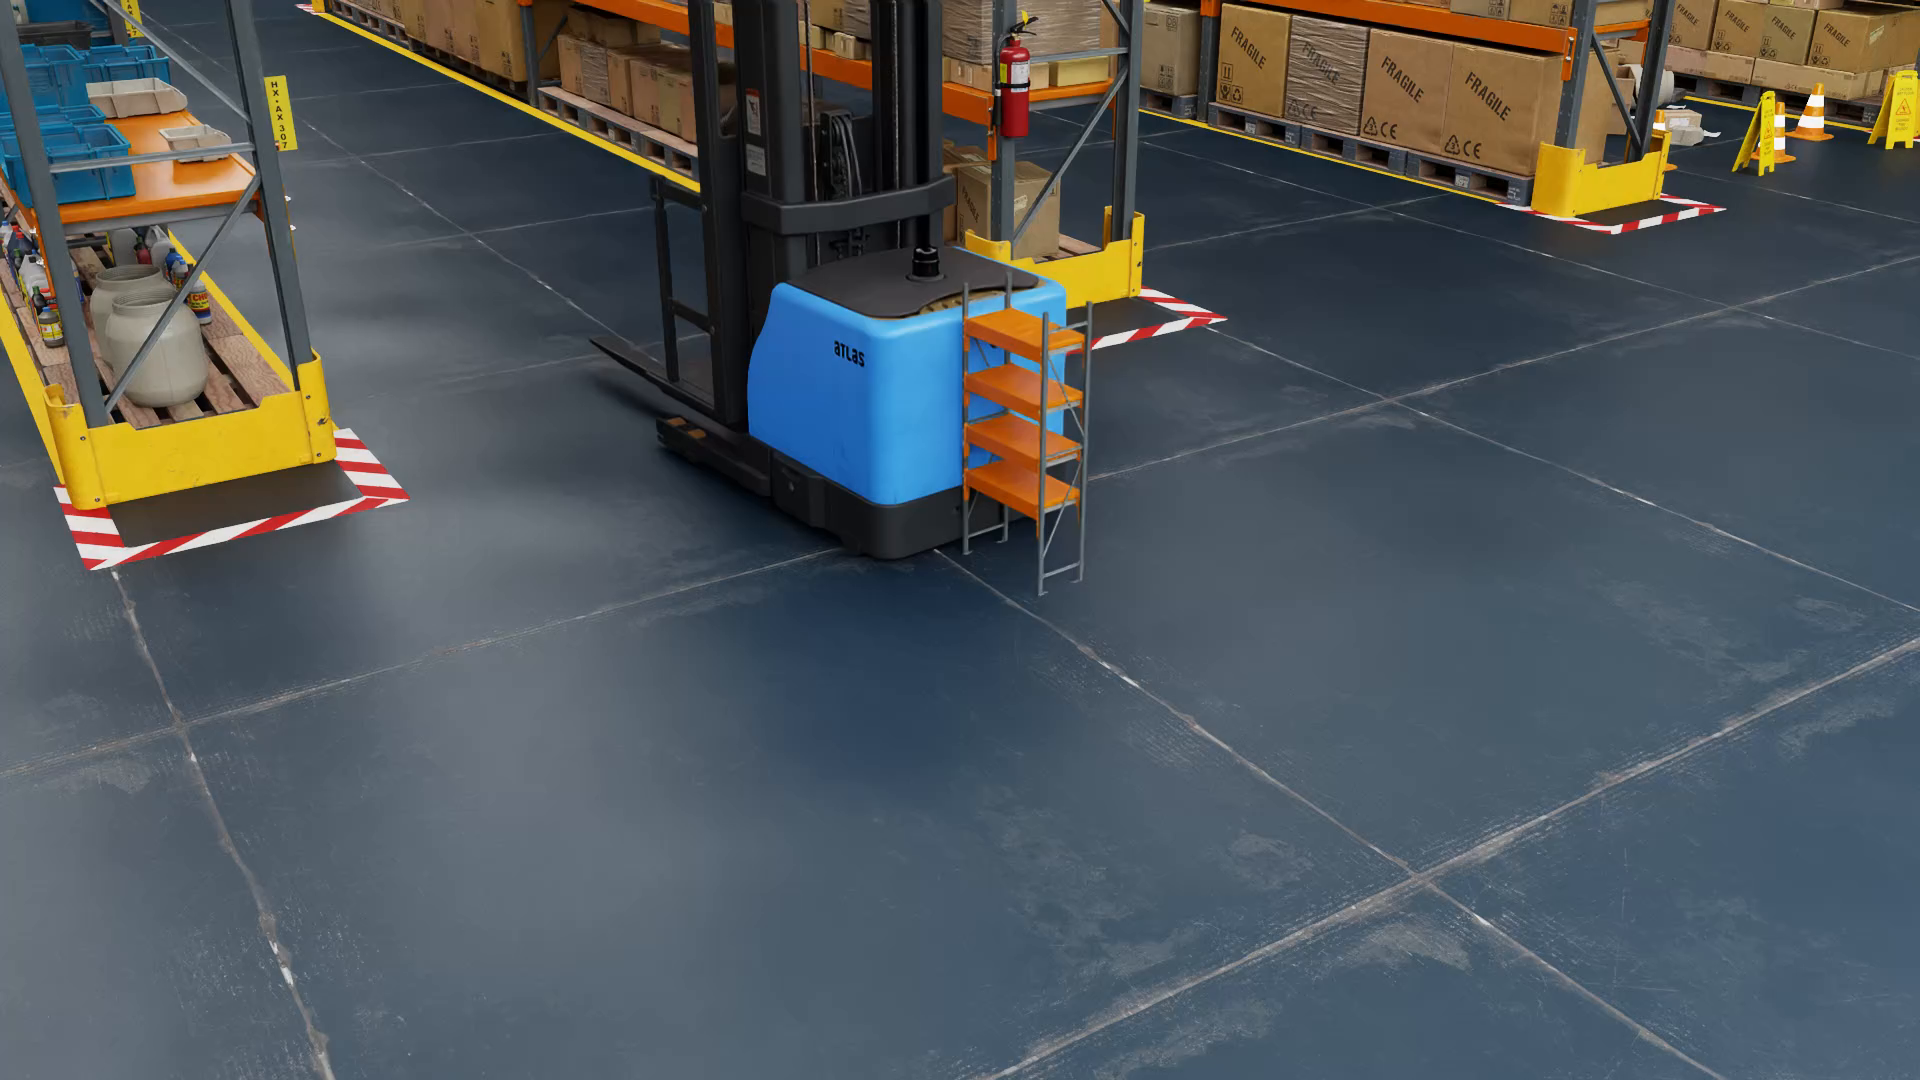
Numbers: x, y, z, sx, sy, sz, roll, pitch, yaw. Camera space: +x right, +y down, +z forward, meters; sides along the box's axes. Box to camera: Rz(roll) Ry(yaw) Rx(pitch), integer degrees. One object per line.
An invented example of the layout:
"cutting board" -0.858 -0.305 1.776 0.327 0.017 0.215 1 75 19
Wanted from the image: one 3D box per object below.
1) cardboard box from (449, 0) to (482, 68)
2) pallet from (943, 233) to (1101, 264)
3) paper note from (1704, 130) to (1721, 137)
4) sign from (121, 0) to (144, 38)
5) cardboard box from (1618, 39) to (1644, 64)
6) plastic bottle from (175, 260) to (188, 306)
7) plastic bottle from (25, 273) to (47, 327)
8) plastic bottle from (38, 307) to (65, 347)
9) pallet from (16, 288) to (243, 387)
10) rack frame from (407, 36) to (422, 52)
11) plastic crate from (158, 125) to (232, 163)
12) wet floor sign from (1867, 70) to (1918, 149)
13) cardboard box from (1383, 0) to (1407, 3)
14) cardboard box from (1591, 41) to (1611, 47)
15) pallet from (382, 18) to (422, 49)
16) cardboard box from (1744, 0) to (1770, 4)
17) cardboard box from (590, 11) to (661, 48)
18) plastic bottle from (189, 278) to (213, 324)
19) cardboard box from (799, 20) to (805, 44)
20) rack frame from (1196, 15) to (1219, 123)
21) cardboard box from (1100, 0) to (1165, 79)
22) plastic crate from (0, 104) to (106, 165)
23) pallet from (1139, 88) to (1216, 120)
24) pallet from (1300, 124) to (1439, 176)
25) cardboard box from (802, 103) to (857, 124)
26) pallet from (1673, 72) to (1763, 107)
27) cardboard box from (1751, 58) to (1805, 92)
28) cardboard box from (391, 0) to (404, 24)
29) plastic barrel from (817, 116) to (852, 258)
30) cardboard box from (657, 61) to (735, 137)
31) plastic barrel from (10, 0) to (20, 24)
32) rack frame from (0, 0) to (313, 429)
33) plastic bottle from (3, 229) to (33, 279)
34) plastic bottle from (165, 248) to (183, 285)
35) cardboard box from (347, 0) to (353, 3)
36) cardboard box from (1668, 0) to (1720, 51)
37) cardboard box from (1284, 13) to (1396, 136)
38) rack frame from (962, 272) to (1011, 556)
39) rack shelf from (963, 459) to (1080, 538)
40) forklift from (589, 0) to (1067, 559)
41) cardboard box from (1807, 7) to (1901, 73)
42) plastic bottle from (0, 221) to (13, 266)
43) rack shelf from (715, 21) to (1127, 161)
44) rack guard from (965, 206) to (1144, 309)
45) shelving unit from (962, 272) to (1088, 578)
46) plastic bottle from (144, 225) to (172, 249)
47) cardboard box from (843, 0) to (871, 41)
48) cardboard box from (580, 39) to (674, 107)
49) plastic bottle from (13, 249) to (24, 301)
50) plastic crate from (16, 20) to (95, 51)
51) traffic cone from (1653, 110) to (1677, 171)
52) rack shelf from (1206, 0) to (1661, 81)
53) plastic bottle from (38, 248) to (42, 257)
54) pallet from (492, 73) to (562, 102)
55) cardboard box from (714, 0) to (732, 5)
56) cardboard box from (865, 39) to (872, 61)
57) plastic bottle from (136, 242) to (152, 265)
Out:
"cardboard box" -4.575 -5.479 17.340 1.225 0.875 0.875 -15 29 -29
"pallet" 0.177 -1.881 10.988 1.003 0.211 1.213 -16 29 -30
"paper note" 6.751 -3.658 14.962 0.142 0.019 0.148 18 31 33
"sign" -5.234 -3.342 10.492 0.100 0.325 0.005 -16 29 -30
"cardboard box" 7.148 -5.041 17.143 0.500 0.250 0.500 -14 29 -27
"plastic bottle" -4.434 -1.471 9.533 0.097 0.271 0.097 0 25 0
"plastic bottle" -5.078 -1.330 9.230 0.152 0.276 0.135 -16 30 -31
"plastic bottle" -4.888 -1.150 8.936 0.097 0.201 0.097 0 25 0
"pallet" -4.700 -1.145 9.429 1.003 0.211 1.213 -16 29 -30
"rack frame" -5.919 -7.109 18.794 1.000 3.000 0.127 -16 29 -30
"plastic crate" -3.737 -1.938 8.151 0.298 0.136 0.250 -16 29 -30
"wet floor sign" 8.142 -3.744 14.425 0.267 0.644 0.232 -6 26 -12
"cardboard box" 3.759 -4.727 13.575 0.875 0.550 0.500 -16 29 -30
"cardboard box" 6.196 -4.727 16.675 0.500 0.500 0.500 3 25 6
"pallet" -6.268 -6.138 20.004 1.003 0.211 1.213 -16 29 -30
"cardboard box" 7.746 -5.232 15.909 0.380 0.149 0.250 -14 29 -27
"cardboard box" -3.046 -4.666 15.154 0.500 0.250 0.500 -12 28 -24
"plastic bottle" -4.246 -1.348 9.273 0.097 0.271 0.097 0 25 0
"cardboard box" -0.983 -3.545 11.540 0.380 0.149 0.250 -16 29 -30
"rack frame" 2.659 -5.367 15.105 1.000 3.000 0.127 -16 29 -30
"cardboard box" 1.722 -5.086 16.654 1.050 0.750 0.750 -16 29 -30
"plastic crate" -4.391 -1.938 8.015 0.499 0.251 0.408 -16 29 -30
"pallet" 2.175 -4.364 16.248 1.003 0.211 1.213 -16 29 -30
"pallet" 3.679 -3.379 14.160 1.003 0.211 1.213 -16 29 -30
"cardboard box" -1.048 -2.951 12.424 0.500 0.500 0.500 -6 26 -13
"pallet" 7.818 -4.627 16.804 1.003 0.211 1.213 -16 29 -30
"cardboard box" 7.992 -4.486 15.968 0.500 0.250 0.500 -15 29 -29
"cardboard box" -6.212 -6.592 19.698 0.875 0.875 0.875 -16 29 -30
"plastic barrel" -4.647 -2.766 10.890 2.844 1.474 11.002 -16 29 -30
"cardboard box" -2.113 -3.715 14.019 0.700 0.500 0.500 -16 29 -30
"plastic barrel" -6.440 -3.810 11.648 0.433 0.535 0.433 0 25 0
"rack frame" -3.518 -1.662 7.257 1.000 3.000 0.127 -16 29 -30
"plastic bottle" -5.695 -1.735 10.086 0.152 0.276 0.135 -14 29 -28
"plastic bottle" -4.599 -1.579 9.762 0.097 0.271 0.097 0 25 0
"cardboard box" -7.686 -7.558 21.744 0.875 0.875 0.875 -16 29 -30
"cardboard box" 7.431 -5.194 16.589 0.500 0.500 0.500 -14 29 -27
"cardboard box" 3.439 -4.033 14.277 0.875 0.875 0.875 -15 29 -29
"rack frame" 0.109 -0.508 6.921 0.240 1.200 0.015 -18 31 -34
"rack shelf" 0.260 -0.186 6.861 0.258 0.148 0.480 -18 31 -34
"forklift" 4.862 -4.890 14.175 18.991 2.935 7.386 -18 31 -34
"cardboard box" 8.279 -4.637 15.410 0.500 0.500 0.500 -15 29 -29
"plastic bottle" -5.895 -1.842 10.319 0.097 0.271 0.097 0 25 0
"rack shelf" -0.460 -3.206 11.371 1.077 0.370 4.000 -16 29 -30
"rack guard" 0.591 -1.713 10.294 1.175 0.500 0.348 -16 29 -30
"shelving unit" 0.258 -0.427 6.749 0.258 1.200 0.499 -18 31 -34
"plastic bottle" -4.827 -1.747 10.024 0.144 0.351 0.185 -16 29 -30
"cardboard box" -0.255 -3.539 10.768 0.875 0.500 0.500 -16 29 -30
"cardboard box" -3.039 -4.316 15.292 0.700 0.500 0.500 -18 31 -34
"plastic bottle" -5.450 -1.542 9.669 0.061 0.283 0.133 -14 29 -27
"plastic crate" -5.522 -2.848 9.842 0.767 0.338 0.504 -16 29 -30
"traffic cone" 5.743 -3.310 13.719 0.336 0.463 0.334 -16 29 -30
"rack shelf" 3.751 -4.326 13.743 1.077 0.370 4.000 -16 29 -30
"plastic bottle" -5.428 -1.649 9.910 0.097 0.271 0.097 0 25 0
"pallet" -4.102 -4.716 16.994 1.003 0.211 1.213 -16 29 -30
"cardboard box" -1.358 -4.252 12.277 0.875 0.500 0.500 -16 29 -30
"cardboard box" -0.393 -3.200 10.809 0.380 0.149 0.250 -16 29 -30
"plastic bottle" -4.831 -1.632 9.860 0.061 0.283 0.133 -16 29 -30
